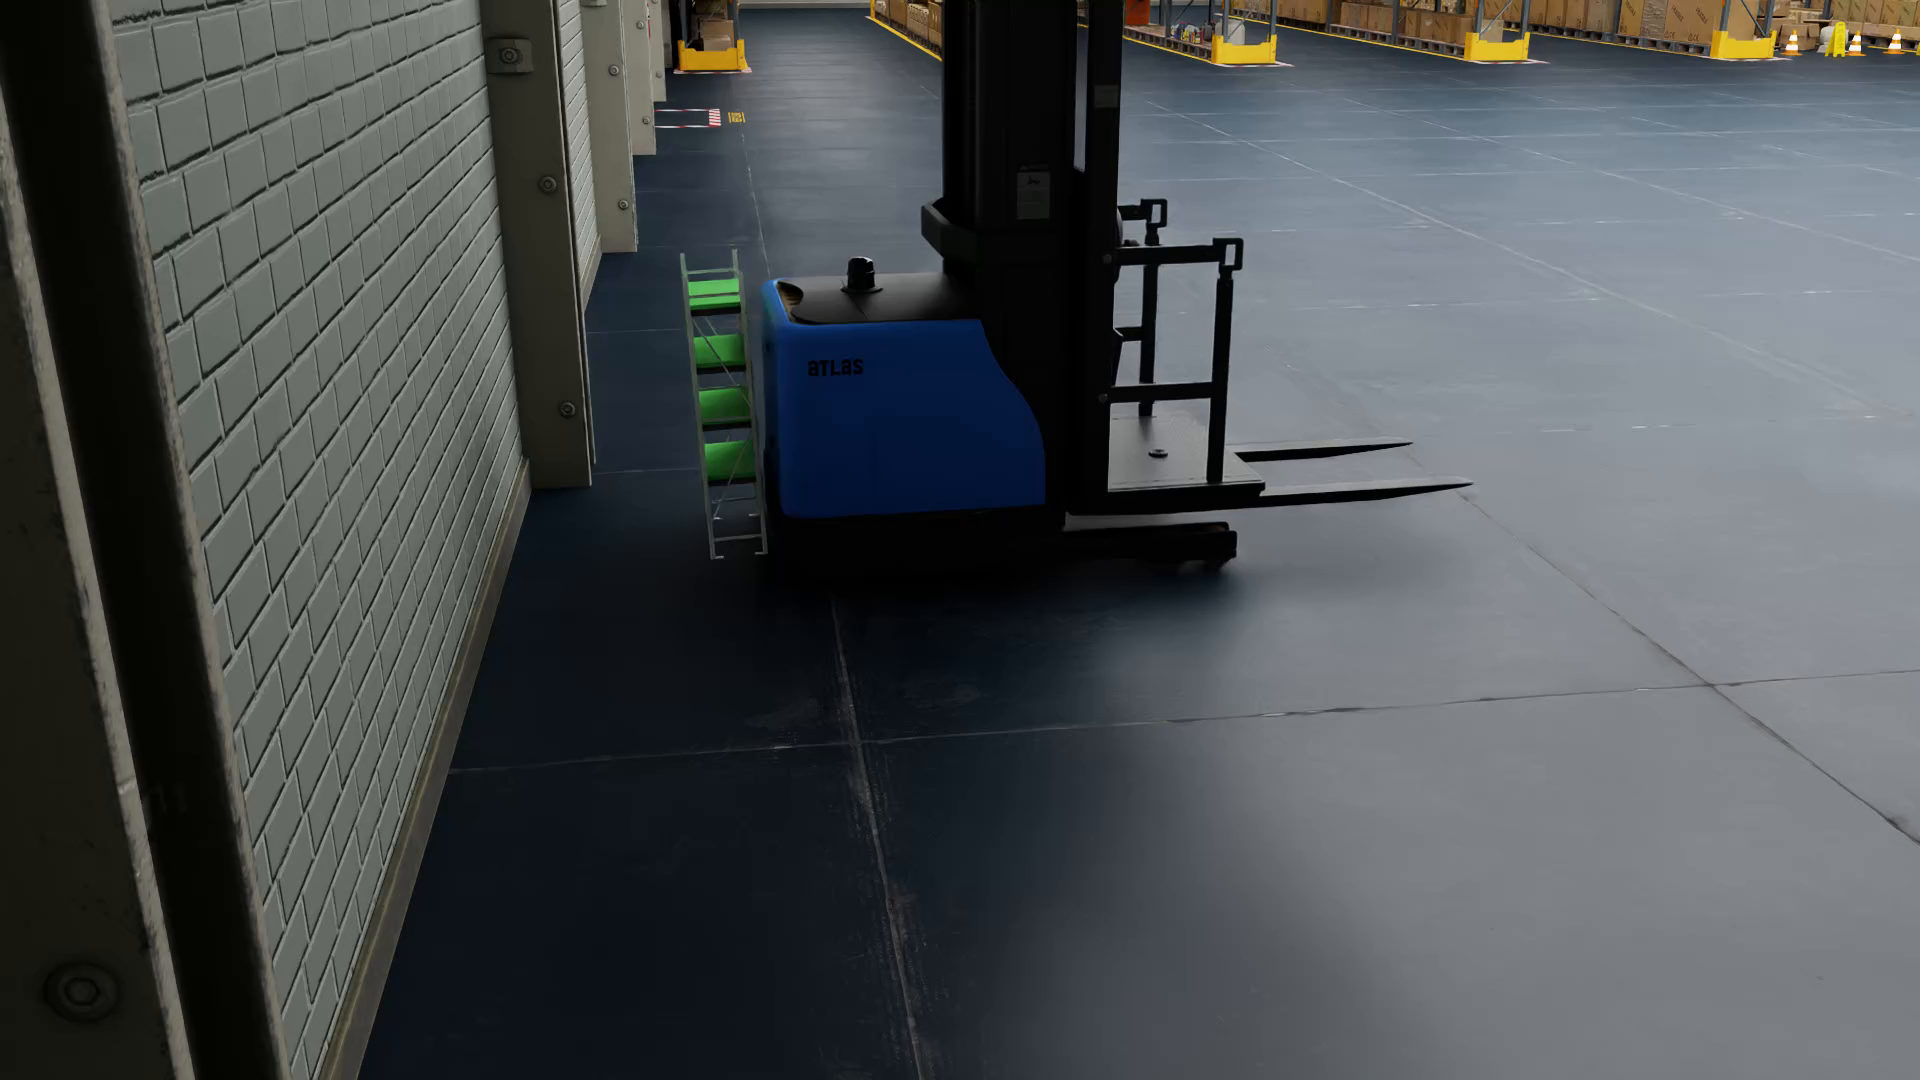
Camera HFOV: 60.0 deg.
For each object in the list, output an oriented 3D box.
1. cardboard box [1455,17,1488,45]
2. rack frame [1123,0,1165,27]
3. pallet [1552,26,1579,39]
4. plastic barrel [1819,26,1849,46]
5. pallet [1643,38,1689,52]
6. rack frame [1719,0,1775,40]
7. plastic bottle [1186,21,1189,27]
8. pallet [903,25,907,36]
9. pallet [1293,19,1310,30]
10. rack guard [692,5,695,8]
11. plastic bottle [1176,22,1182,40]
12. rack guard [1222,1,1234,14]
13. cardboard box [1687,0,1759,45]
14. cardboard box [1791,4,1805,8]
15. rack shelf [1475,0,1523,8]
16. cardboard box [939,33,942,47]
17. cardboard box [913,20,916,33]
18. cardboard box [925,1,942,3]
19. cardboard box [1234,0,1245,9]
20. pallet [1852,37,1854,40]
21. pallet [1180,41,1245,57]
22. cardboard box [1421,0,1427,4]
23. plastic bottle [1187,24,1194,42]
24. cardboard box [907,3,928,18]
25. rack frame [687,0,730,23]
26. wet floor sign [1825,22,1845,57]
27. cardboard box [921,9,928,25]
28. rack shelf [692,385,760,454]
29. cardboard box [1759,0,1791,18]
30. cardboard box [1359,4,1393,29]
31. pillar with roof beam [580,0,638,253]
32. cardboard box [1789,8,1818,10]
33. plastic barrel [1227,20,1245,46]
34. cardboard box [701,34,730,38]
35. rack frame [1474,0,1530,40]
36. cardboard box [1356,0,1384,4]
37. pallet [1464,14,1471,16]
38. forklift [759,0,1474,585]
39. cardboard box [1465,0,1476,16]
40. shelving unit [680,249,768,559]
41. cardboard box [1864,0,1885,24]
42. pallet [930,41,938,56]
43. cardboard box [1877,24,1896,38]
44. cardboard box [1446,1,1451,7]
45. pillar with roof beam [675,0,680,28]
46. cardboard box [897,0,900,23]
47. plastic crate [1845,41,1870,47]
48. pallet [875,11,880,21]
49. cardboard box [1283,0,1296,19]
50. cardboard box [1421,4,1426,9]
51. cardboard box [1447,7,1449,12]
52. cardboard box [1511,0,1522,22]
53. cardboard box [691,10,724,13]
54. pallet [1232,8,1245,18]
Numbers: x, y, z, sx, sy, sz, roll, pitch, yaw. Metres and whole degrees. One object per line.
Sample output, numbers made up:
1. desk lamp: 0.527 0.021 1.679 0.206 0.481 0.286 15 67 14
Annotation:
1. cardboard box: 10.072 -10.031 32.758 0.500 0.500 0.500 2 21 6
2. rack frame: 4.211 -13.103 38.011 1.000 3.000 0.127 -3 21 -8
3. pallet: 14.247 -11.563 37.874 1.003 0.211 1.213 -3 21 -8
4. plastic barrel: 18.276 -10.514 34.763 0.512 0.421 0.421 12 24 30
5. pallet: 14.823 -10.186 34.187 1.003 0.211 1.213 -3 21 -8
6. rack frame: 15.188 -10.798 31.840 1.000 3.000 0.127 -3 21 -8
7. plastic bottle: 4.636 -10.390 33.904 0.144 0.351 0.185 -3 21 -8
8. pallet: -0.761 -11.808 38.530 1.003 0.211 1.213 -3 21 -8
9. pallet: 8.901 -12.745 41.037 1.003 0.211 1.213 -3 21 -8
10. rack guard: -6.749 -14.210 44.549 1.175 0.500 0.348 -3 21 -8
11. plastic bottle: 4.493 -10.383 33.885 0.144 0.351 0.185 -2 21 -6
12. rack guard: 7.956 -14.960 46.555 1.175 0.500 0.348 -3 21 -8
13. cardboard box: 15.025 -10.231 32.758 0.875 0.875 0.875 -3 21 -7
14. cardboard box: 22.883 -14.528 45.302 0.380 0.149 0.250 -4 21 -9
15. rack shelf: 9.977 -10.938 33.243 1.077 0.370 4.000 -3 21 -8
16. cardboard box: -0.136 -9.683 32.183 0.500 0.250 0.500 -3 21 -8
17. cardboard box: -0.752 -11.213 36.281 0.500 0.250 0.500 -3 21 -9
18. cardboard box: -0.555 -12.242 38.651 0.500 0.500 0.500 -4 21 -10
19. cardboard box: 8.131 -15.106 45.811 0.875 0.875 0.875 -3 21 -8
20. pallet: 19.382 -11.431 37.519 1.003 0.211 1.213 -3 21 -8
21. pallet: 5.022 -9.754 33.029 1.003 0.211 1.213 -3 21 -8
22. cardboard box: 12.872 -14.785 45.563 0.380 0.149 0.250 -4 21 -10
23. plastic bottle: 4.609 -10.106 33.143 0.144 0.351 0.185 -2 21 -6
24. cardboard box: -0.906 -11.829 37.130 0.500 0.311 0.500 -2 21 -6
25. rack frame: -5.592 -12.603 36.673 1.000 3.000 0.127 -3 21 -8
26. wet floor sign: 17.152 -9.785 32.492 0.267 0.644 0.232 -7 21 -17
27. cardboard box: -0.538 -10.946 34.765 0.500 0.311 0.500 -2 21 -6
28. rack shelf: -0.995 -0.517 7.053 0.258 0.148 0.480 -6 21 -8
29. cardboard box: 17.738 -11.551 36.347 0.500 0.500 0.500 -3 21 -8
30. cardboard box: 9.410 -11.769 37.385 0.700 0.500 0.500 -1 21 -3
31. pillar with roof beam: 1.459 -6.827 12.635 9.100 9.000 0.400 -3 21 -8
32. cardboard box: 19.208 -12.104 38.492 0.950 0.372 0.625 -2 21 -6
33. plastic barrel: 5.194 -9.588 31.556 0.421 0.512 0.421 0 20 0
34. cardboard box: -4.532 -9.221 30.832 0.500 0.311 0.500 -1 21 -3
35. rack frame: 10.266 -10.583 31.264 1.000 3.000 0.127 -3 21 -8
36. cardboard box: 9.325 -12.325 37.801 0.500 0.250 0.500 -1 20 -2
37. pallet: 13.572 -13.377 42.730 1.003 0.211 1.213 -3 21 -8
38. forklift: 0.693 -1.430 6.856 3.031 2.935 1.130 -4 21 -10
39. cardboard box: 13.303 -13.709 42.607 0.500 0.500 0.500 -2 21 -6
40. shelving unit: -0.998 -0.577 7.030 0.258 1.200 0.503 -6 21 -8
41. cardboard box: 19.475 -11.145 35.027 0.500 0.500 0.500 -2 21 -5
42. pallet: -0.041 -9.886 33.382 1.003 0.211 1.213 -3 21 -8
43. cardboard box: 19.542 -10.618 34.688 0.500 0.250 0.500 -4 21 -10
44. cardboard box: 13.047 -14.139 43.835 0.380 0.149 0.250 -4 21 -10
45. pillar with roof beam: -2.866 -17.214 40.445 9.100 9.000 0.400 -3 21 -8
46. cardboard box: -1.214 -12.562 39.506 0.500 0.500 0.500 -4 21 -10
47. plastic crate: 18.910 -10.515 35.255 0.402 0.080 0.583 -11 23 -26
48. pallet: -1.717 -14.015 44.440 1.003 0.211 1.213 -3 21 -8
49. cardboard box: 8.777 -13.409 41.267 1.225 0.875 0.875 -4 21 -10
50. cardboard box: 12.811 -14.561 45.389 0.380 0.149 0.250 -4 21 -10
51. cardboard box: 13.110 -14.027 43.959 0.380 0.149 0.250 -2 21 -6
52. cardboard box: 13.682 -12.808 40.194 0.500 0.500 0.500 -3 21 -8
53. cardboard box: -5.296 -10.862 34.956 0.700 0.500 0.500 -3 21 -7
54. pallet: 8.152 -14.543 45.853 1.003 0.211 1.213 -3 21 -8
